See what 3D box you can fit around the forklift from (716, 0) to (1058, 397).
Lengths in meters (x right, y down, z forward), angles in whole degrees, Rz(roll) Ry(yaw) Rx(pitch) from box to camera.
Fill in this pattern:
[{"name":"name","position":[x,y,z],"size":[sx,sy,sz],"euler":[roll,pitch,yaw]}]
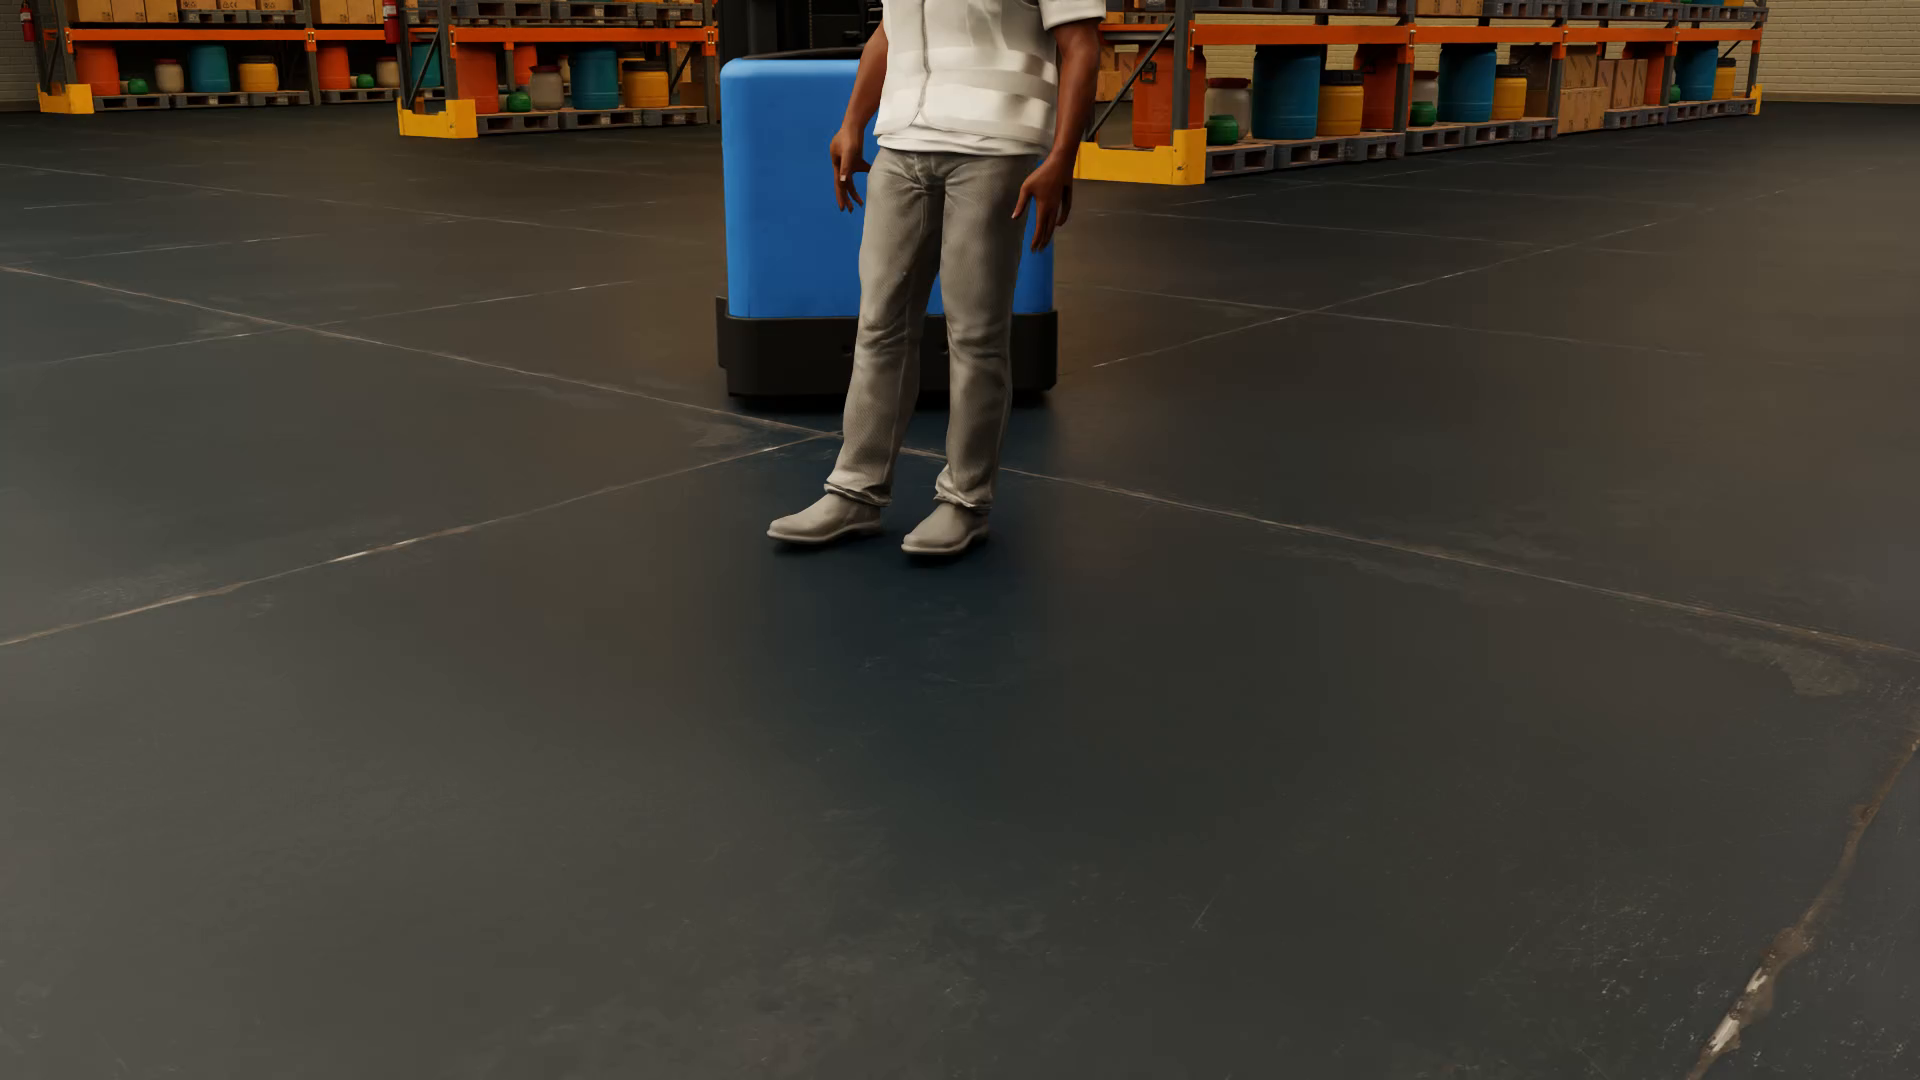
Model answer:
[{"name":"forklift","position":[-0.370,-2.232,6.248],"size":[1.130,2.935,3.031],"euler":[-2,17,-6]}]

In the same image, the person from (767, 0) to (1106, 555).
[{"name":"person","position":[-0.049,-0.838,3.636],"size":[0.665,1.766,0.576],"euler":[13,21,37]}]
